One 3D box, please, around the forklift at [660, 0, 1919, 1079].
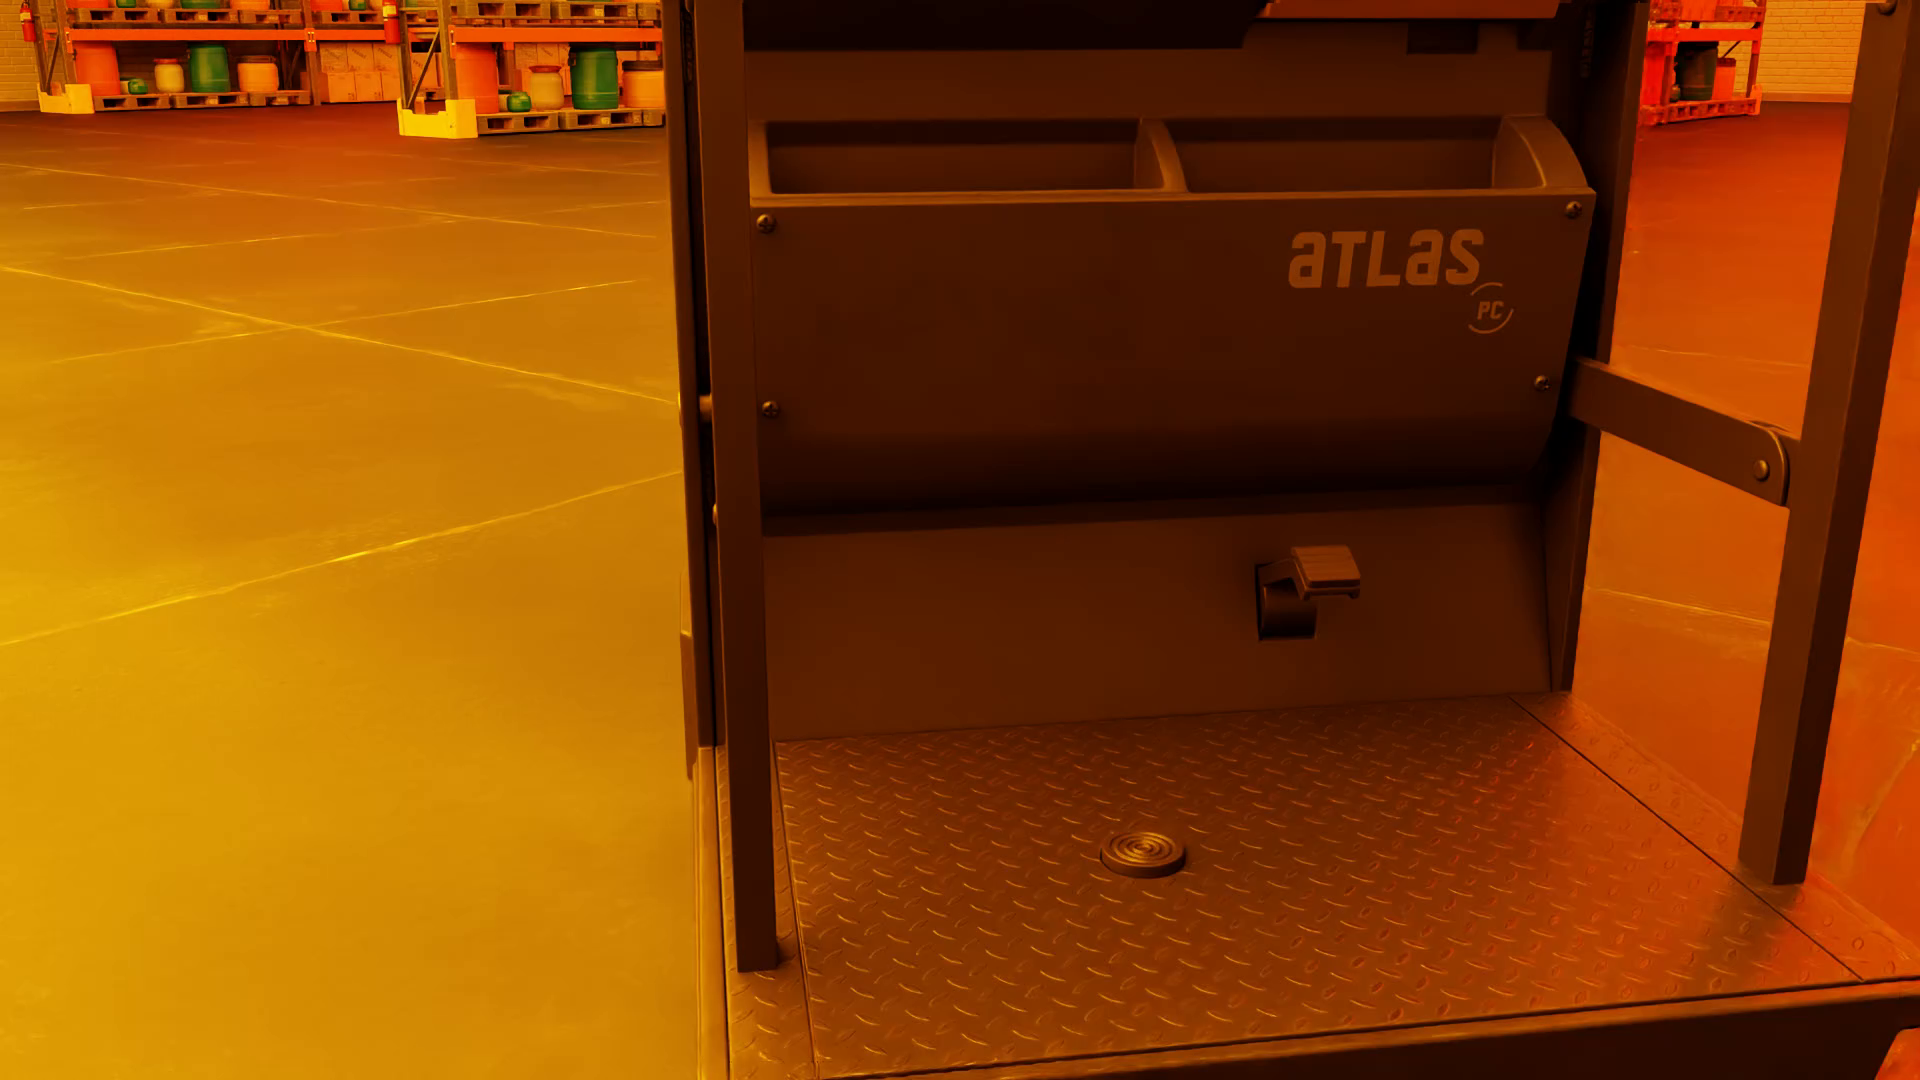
[{"bbox_3d":[0.264,-0.786,1.484,1.130,2.935,3.031,-3,17,-9],"label":"forklift"}]
